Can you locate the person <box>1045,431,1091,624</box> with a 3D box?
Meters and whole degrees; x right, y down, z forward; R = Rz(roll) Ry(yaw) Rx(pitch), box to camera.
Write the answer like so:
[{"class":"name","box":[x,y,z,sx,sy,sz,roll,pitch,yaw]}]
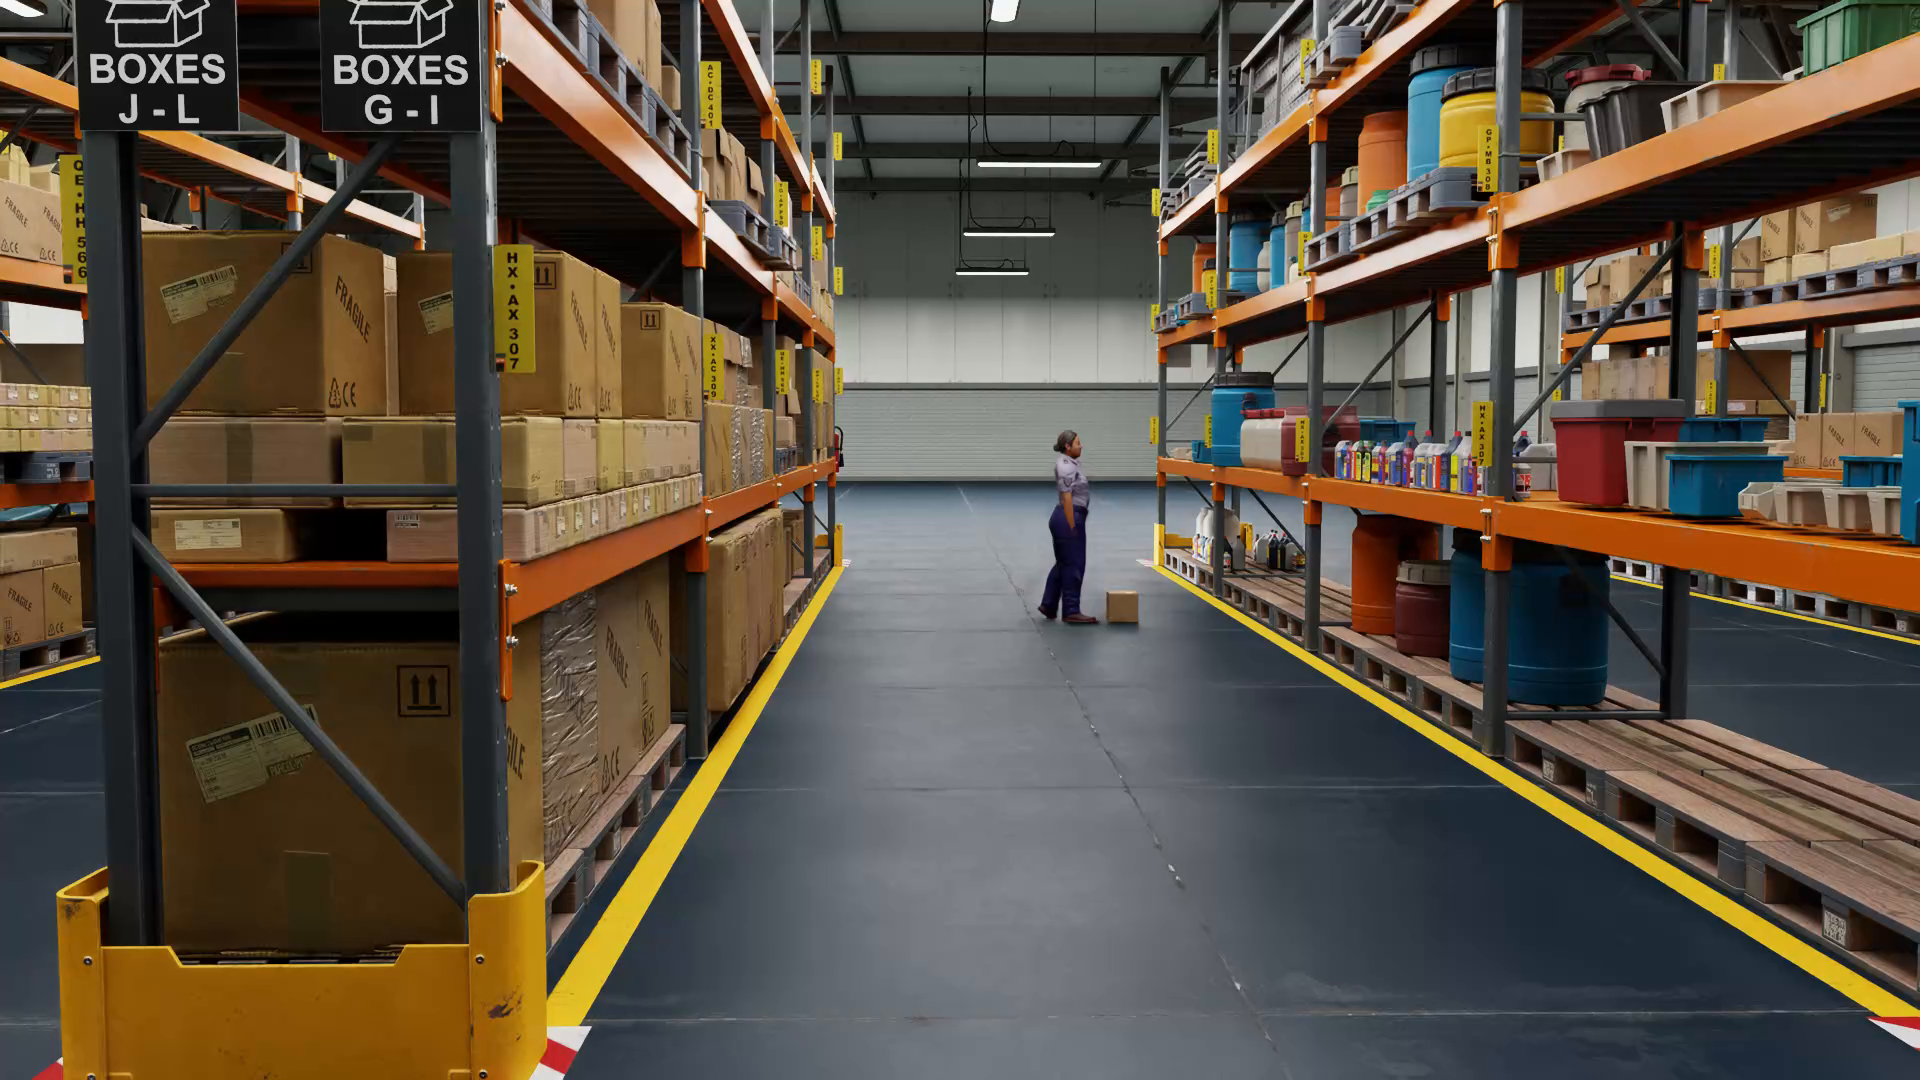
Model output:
[{"class":"person","box":[0.932,-0.080,14.376,0.379,1.720,0.469,0,4,0]}]
